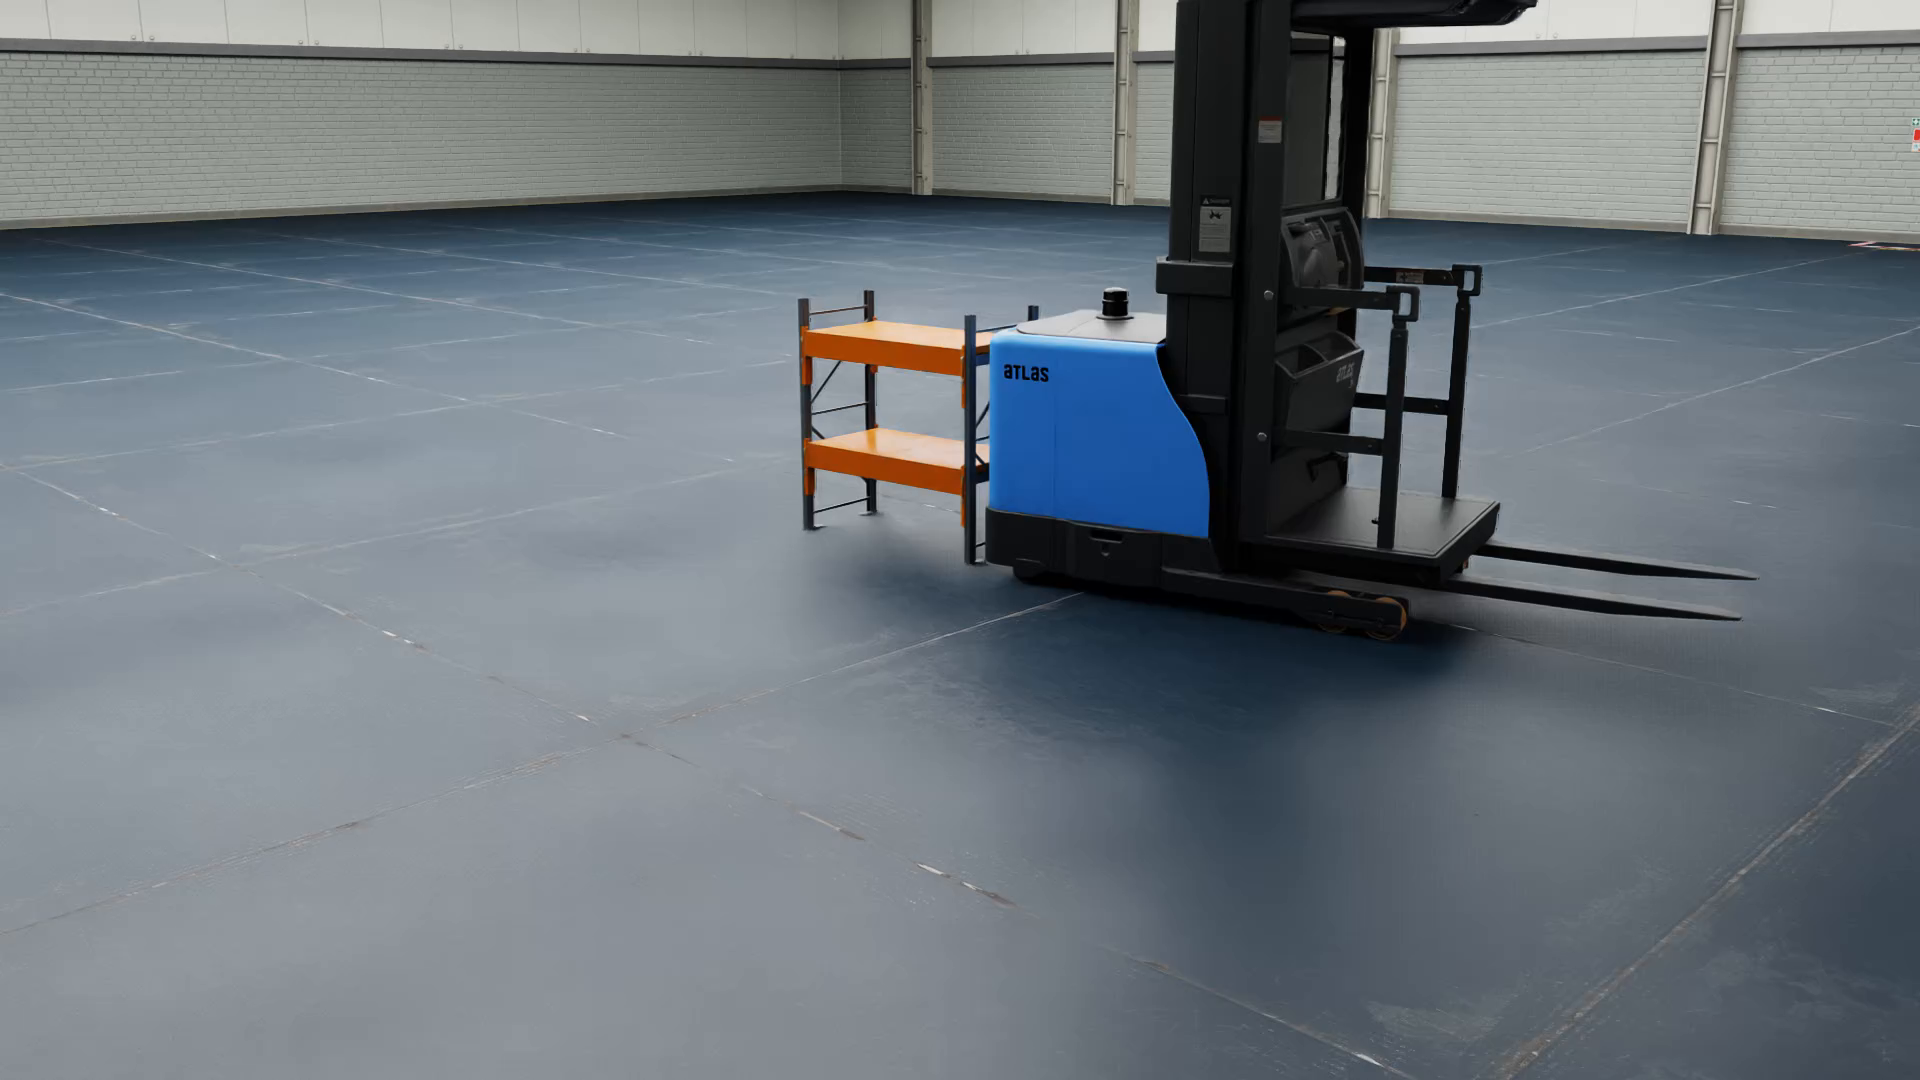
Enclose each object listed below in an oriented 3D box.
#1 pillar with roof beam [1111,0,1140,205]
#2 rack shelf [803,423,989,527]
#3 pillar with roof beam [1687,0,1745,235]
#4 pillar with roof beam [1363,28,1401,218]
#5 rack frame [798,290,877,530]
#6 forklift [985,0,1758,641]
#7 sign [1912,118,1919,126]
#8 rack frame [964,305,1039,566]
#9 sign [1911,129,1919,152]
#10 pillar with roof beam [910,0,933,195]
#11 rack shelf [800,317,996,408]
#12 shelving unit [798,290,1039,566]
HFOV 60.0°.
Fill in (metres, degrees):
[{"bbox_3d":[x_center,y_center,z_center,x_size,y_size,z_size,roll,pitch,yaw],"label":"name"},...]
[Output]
[{"bbox_3d":[0.442,-10.649,30.956,0.400,9.000,9.100,14,20,42],"label":"pillar with roof beam"},{"bbox_3d":[-0.203,-0.324,7.915,1.000,0.278,0.538,12,19,38],"label":"rack shelf"},{"bbox_3d":[9.081,-8.549,22.896,0.400,9.000,9.100,14,20,42],"label":"pillar with roof beam"},{"bbox_3d":[4.762,-9.599,26.926,0.400,9.000,9.100,14,20,42],"label":"pillar with roof beam"},{"bbox_3d":[-0.595,-0.642,8.166,0.032,1.125,0.500,12,19,38],"label":"rack frame"},{"bbox_3d":[1.648,-1.181,6.653,3.031,2.935,1.130,8,17,29],"label":"forklift"},{"bbox_3d":[14.306,-6.204,24.671,0.331,0.109,0.001,14,20,42],"label":"sign"},{"bbox_3d":[0.190,-0.479,7.540,0.032,1.125,0.500,12,19,38],"label":"rack frame"},{"bbox_3d":[14.309,-5.950,24.747,0.234,0.329,0.001,14,20,42],"label":"sign"},{"bbox_3d":[-3.877,-11.700,34.987,0.400,9.000,9.100,14,20,42],"label":"pillar with roof beam"},{"bbox_3d":[-0.203,-0.844,7.779,1.000,0.278,0.538,12,19,38],"label":"rack shelf"},{"bbox_3d":[-0.203,-0.561,7.853,1.048,1.125,0.538,12,19,38],"label":"shelving unit"}]
